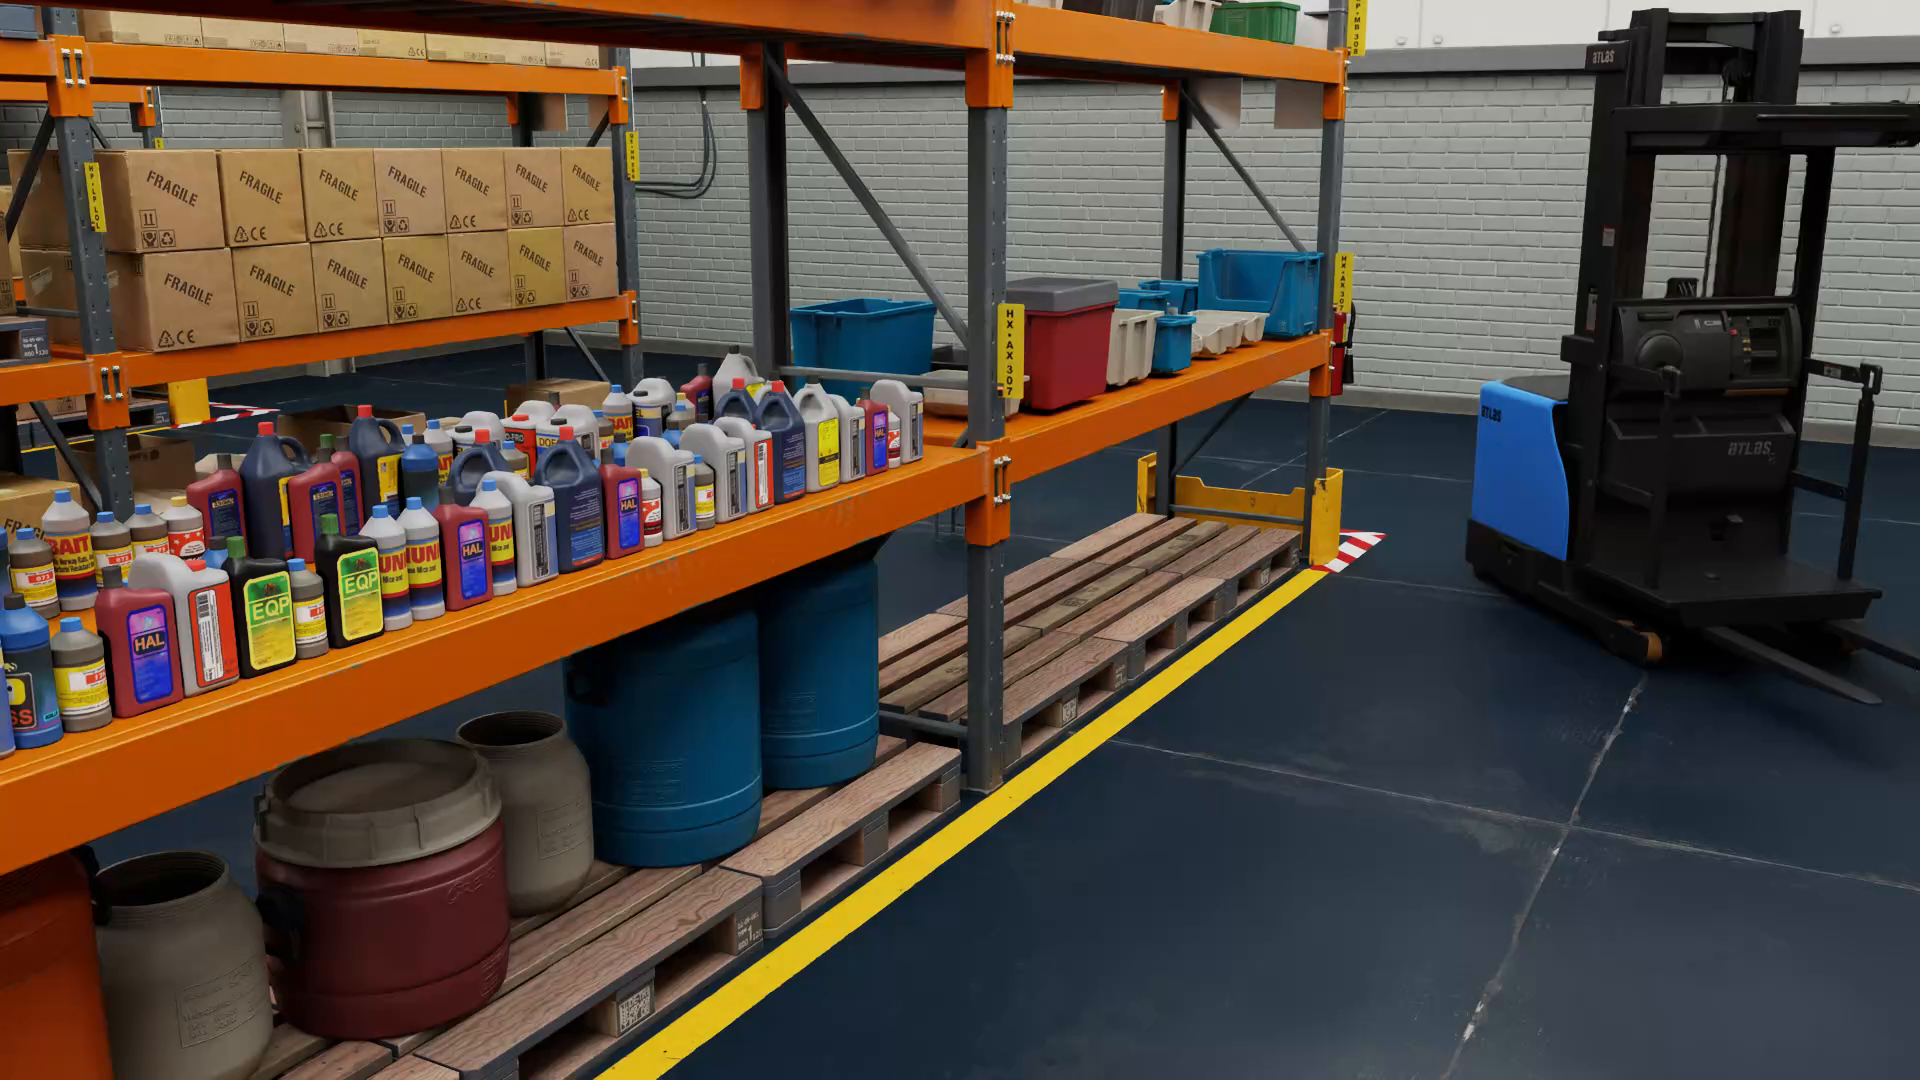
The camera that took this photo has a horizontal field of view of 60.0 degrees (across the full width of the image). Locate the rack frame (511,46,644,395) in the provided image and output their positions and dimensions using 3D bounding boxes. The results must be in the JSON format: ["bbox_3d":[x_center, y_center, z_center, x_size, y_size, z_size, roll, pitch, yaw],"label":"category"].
[{"bbox_3d":[-2.706,-1.964,11.782,1.000,3.000,0.127,7,15,28],"label":"rack frame"}]

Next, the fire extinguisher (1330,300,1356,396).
[{"bbox_3d":[2.099,-1.163,9.418,0.296,0.674,0.183,7,15,28],"label":"fire extinguisher"}]

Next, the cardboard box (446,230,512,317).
[{"bbox_3d":[-3.178,-1.682,10.396,0.500,0.500,0.500,8,15,28],"label":"cardboard box"}]

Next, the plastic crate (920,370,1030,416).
[{"bbox_3d":[0.045,-0.562,6.400,0.396,0.136,0.243,7,15,28],"label":"plastic crate"}]

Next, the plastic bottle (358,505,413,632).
[{"bbox_3d":[-1.267,0.059,3.664,0.097,0.271,0.097,0,14,0],"label":"plastic bottle"}]

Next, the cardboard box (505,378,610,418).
[{"bbox_3d":[-2.753,-0.824,11.445,0.500,0.500,0.500,7,15,28],"label":"cardboard box"}]

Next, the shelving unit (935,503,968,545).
[{"bbox_3d":[0.004,-0.439,9.935,0.258,0.900,0.210,7,15,28],"label":"shelving unit"}]

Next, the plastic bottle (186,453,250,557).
[{"bbox_3d":[-1.865,-0.070,4.174,0.061,0.283,0.133,7,15,28],"label":"plastic bottle"}]

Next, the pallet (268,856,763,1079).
[{"bbox_3d":[-1.304,1.179,4.694,1.003,0.211,1.213,7,15,28],"label":"pallet"}]

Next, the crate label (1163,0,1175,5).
[{"bbox_3d":[0.899,-2.636,8.483,0.408,0.251,0.502,7,15,28],"label":"crate label"}]

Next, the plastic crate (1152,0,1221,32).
[{"bbox_3d":[0.846,-2.280,7.255,0.437,0.136,0.530,7,15,28],"label":"plastic crate"}]

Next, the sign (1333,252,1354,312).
[{"bbox_3d":[2.118,-1.423,9.187,0.100,0.325,0.005,7,15,28],"label":"sign"}]

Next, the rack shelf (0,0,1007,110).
[{"bbox_3d":[-1.272,-1.280,4.078,1.077,0.370,4.000,7,15,28],"label":"rack shelf"}]

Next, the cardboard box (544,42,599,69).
[{"bbox_3d":[-2.724,-3.214,10.887,0.500,0.250,0.500,7,15,28],"label":"cardboard box"}]

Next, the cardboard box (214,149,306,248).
[{"bbox_3d":[-3.917,-1.849,8.957,0.500,0.500,0.500,7,15,26],"label":"cardboard box"}]

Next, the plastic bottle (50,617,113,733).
[{"bbox_3d":[-1.620,0.243,3.051,0.097,0.201,0.097,0,14,0],"label":"plastic bottle"}]

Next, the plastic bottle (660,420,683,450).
[{"bbox_3d":[-0.817,-0.206,4.763,0.097,0.271,0.097,0,14,0],"label":"plastic bottle"}]

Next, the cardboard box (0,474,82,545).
[{"bbox_3d":[-4.628,-0.009,8.065,0.500,0.500,0.500,7,15,28],"label":"cardboard box"}]

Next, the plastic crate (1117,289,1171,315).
[{"bbox_3d":[0.902,-1.202,8.848,0.416,0.233,0.300,7,15,28],"label":"plastic crate"}]

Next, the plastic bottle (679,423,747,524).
[{"bbox_3d":[-0.699,-0.198,4.719,0.152,0.276,0.135,7,15,28],"label":"plastic bottle"}]

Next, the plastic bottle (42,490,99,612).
[{"bbox_3d":[-2.046,0.021,3.820,0.097,0.271,0.097,0,14,0],"label":"plastic bottle"}]

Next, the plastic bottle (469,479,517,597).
[{"bbox_3d":[-1.109,-0.008,3.943,0.097,0.271,0.097,0,14,0],"label":"plastic bottle"}]

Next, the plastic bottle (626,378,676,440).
[{"bbox_3d":[-1.040,-0.395,5.535,0.152,0.276,0.135,7,15,28],"label":"plastic bottle"}]

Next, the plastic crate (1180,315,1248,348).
[{"bbox_3d":[1.240,-1.058,8.456,0.396,0.136,0.243,7,15,28],"label":"plastic crate"}]

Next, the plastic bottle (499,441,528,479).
[{"bbox_3d":[-1.304,-0.186,4.827,0.097,0.201,0.097,0,14,0],"label":"plastic bottle"}]

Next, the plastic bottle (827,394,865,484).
[{"bbox_3d":[-0.390,-0.329,5.263,0.152,0.276,0.135,7,15,28],"label":"plastic bottle"}]

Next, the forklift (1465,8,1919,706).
[{"bbox_3d":[3.585,-0.935,7.658,1.130,2.935,3.031,-2,14,-10],"label":"forklift"}]

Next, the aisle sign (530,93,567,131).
[{"bbox_3d":[-2.930,-3.276,11.673,0.394,0.787,0.004,7,15,28],"label":"aisle sign"}]

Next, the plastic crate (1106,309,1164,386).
[{"bbox_3d":[0.594,-0.846,7.267,0.437,0.282,0.530,7,15,28],"label":"plastic crate"}]

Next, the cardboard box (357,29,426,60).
[{"bbox_3d":[-3.461,-2.908,9.617,0.500,0.250,0.500,7,15,28],"label":"cardboard box"}]

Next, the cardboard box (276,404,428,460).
[{"bbox_3d":[-3.736,-0.530,10.220,0.797,0.503,0.637,7,15,28],"label":"cardboard box"}]

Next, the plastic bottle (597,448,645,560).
[{"bbox_3d":[-0.883,-0.101,4.303,0.061,0.283,0.133,7,15,28],"label":"plastic bottle"}]

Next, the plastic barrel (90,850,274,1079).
[{"bbox_3d":[-1.823,1.016,3.832,0.421,0.512,0.421,0,14,0],"label":"plastic barrel"}]

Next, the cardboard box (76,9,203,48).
[{"bbox_3d":[-4.188,-2.601,8.341,0.500,0.250,0.500,7,15,28],"label":"cardboard box"}]

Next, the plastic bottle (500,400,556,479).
[{"bbox_3d":[-1.310,-0.280,5.058,0.152,0.276,0.135,7,15,28],"label":"plastic bottle"}]

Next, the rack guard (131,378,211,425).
[{"bbox_3d":[-7.033,-1.315,14.420,1.175,0.500,0.348,7,15,28],"label":"rack guard"}]

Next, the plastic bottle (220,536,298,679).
[{"bbox_3d":[-1.419,0.126,3.359,0.061,0.283,0.133,7,15,28],"label":"plastic bottle"}]

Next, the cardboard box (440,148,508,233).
[{"bbox_3d":[-3.171,-2.166,10.271,0.500,0.500,0.500,8,16,30],"label":"cardboard box"}]

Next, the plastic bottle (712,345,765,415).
[{"bbox_3d":[-0.779,-0.514,5.871,0.144,0.351,0.185,7,15,28],"label":"plastic bottle"}]

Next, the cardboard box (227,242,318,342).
[{"bbox_3d":[-3.910,-1.372,9.109,0.500,0.500,0.500,8,16,29],"label":"cardboard box"}]

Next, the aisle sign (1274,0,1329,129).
[{"bbox_3d":[1.919,-2.648,9.070,0.394,0.787,0.004,7,15,28],"label":"aisle sign"}]

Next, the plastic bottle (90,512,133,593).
[{"bbox_3d":[-1.999,0.035,3.911,0.097,0.201,0.097,0,14,0],"label":"plastic bottle"}]

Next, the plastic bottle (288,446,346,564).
[{"bbox_3d":[-1.649,-0.092,4.263,0.061,0.283,0.133,7,15,28],"label":"plastic bottle"}]

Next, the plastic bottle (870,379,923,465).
[{"bbox_3d":[-0.213,-0.404,5.574,0.152,0.276,0.135,7,15,28],"label":"plastic bottle"}]

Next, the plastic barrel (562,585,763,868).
[{"bbox_3d":[-0.926,0.489,5.186,0.600,0.901,0.708,7,15,28],"label":"plastic barrel"}]

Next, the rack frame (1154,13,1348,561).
[{"bbox_3d":[1.628,-1.402,9.451,1.000,3.000,0.127,7,15,28],"label":"rack frame"}]

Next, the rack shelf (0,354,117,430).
[{"bbox_3d":[-5.607,-0.384,6.760,1.077,0.370,4.000,7,15,28],"label":"rack shelf"}]

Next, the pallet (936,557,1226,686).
[{"bbox_3d":[0.605,0.367,8.060,1.003,0.211,1.213,7,15,28],"label":"pallet"}]

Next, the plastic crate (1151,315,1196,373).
[{"bbox_3d":[0.860,-0.900,7.595,0.416,0.233,0.300,7,15,28],"label":"plastic crate"}]

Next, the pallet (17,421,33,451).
[{"bbox_3d":[-7.953,-0.747,12.682,1.003,0.211,1.213,7,15,28],"label":"pallet"}]

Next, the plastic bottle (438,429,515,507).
[{"bbox_3d":[-1.194,-0.096,4.136,0.144,0.351,0.185,7,15,28],"label":"plastic bottle"}]

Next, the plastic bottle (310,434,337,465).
[{"bbox_3d":[-1.711,-0.136,4.445,0.061,0.283,0.133,7,15,28],"label":"plastic bottle"}]

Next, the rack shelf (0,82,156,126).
[{"bbox_3d":[-8.011,-3.223,12.137,1.077,0.370,4.000,7,15,28],"label":"rack shelf"}]

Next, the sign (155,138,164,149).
[{"bbox_3d":[-6.576,-3.139,13.676,0.100,0.325,0.005,7,15,28],"label":"sign"}]

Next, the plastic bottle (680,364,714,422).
[{"bbox_3d":[-0.921,-0.471,5.835,0.061,0.283,0.133,7,15,28],"label":"plastic bottle"}]

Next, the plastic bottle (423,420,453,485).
[{"bbox_3d":[-1.503,-0.209,4.776,0.097,0.271,0.097,0,14,0],"label":"plastic bottle"}]

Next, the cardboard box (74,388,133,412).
[{"bbox_3d":[-7.295,-1.359,13.708,0.700,0.500,0.500,7,15,28],"label":"cardboard box"}]
